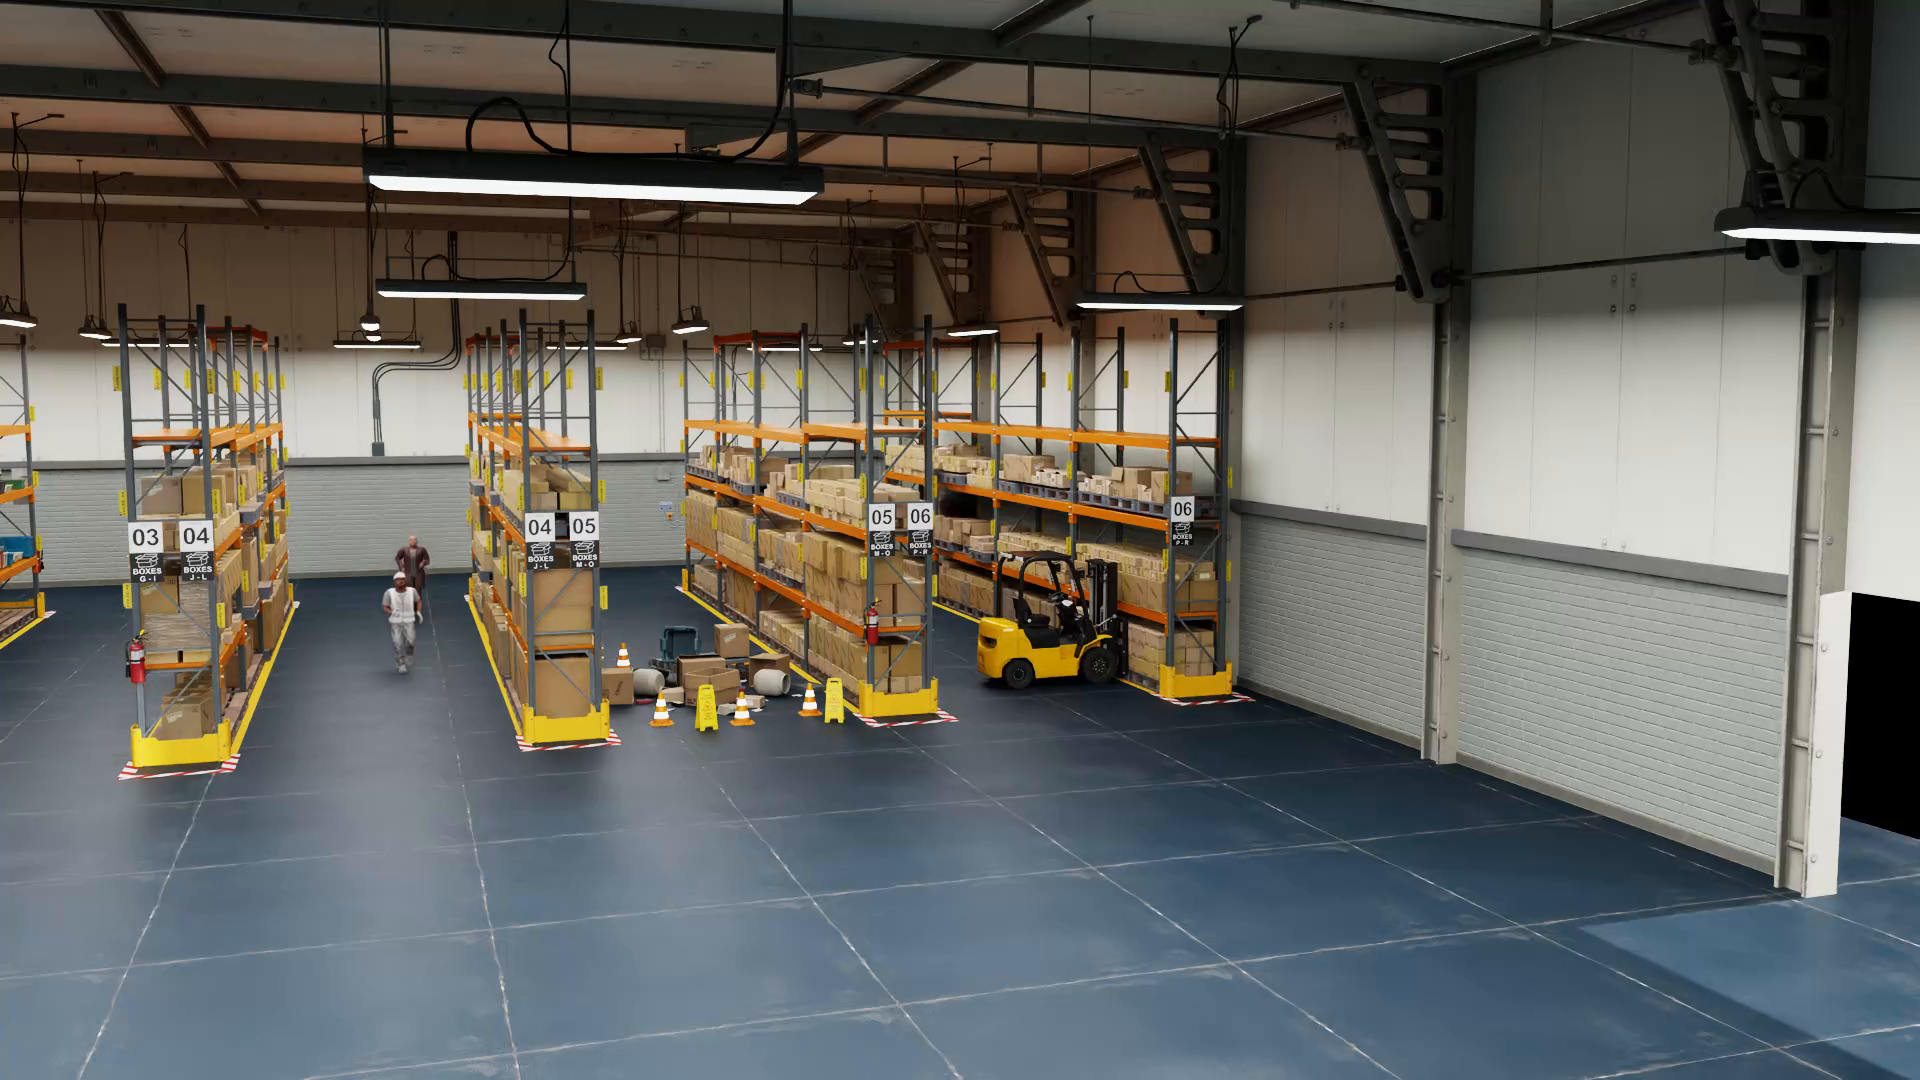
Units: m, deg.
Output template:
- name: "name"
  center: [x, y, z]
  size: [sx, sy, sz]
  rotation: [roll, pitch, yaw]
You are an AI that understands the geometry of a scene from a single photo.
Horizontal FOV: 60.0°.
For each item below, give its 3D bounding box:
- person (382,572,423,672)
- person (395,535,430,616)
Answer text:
- name: "person"
  center: [-9.571, 1.420, 28.578]
  size: [0.673, 1.739, 0.592]
  rotation: [-2, 6, -23]
- name: "person"
  center: [-11.647, 0.779, 35.407]
  size: [0.710, 1.764, 0.666]
  rotation: [-2, 6, -17]
